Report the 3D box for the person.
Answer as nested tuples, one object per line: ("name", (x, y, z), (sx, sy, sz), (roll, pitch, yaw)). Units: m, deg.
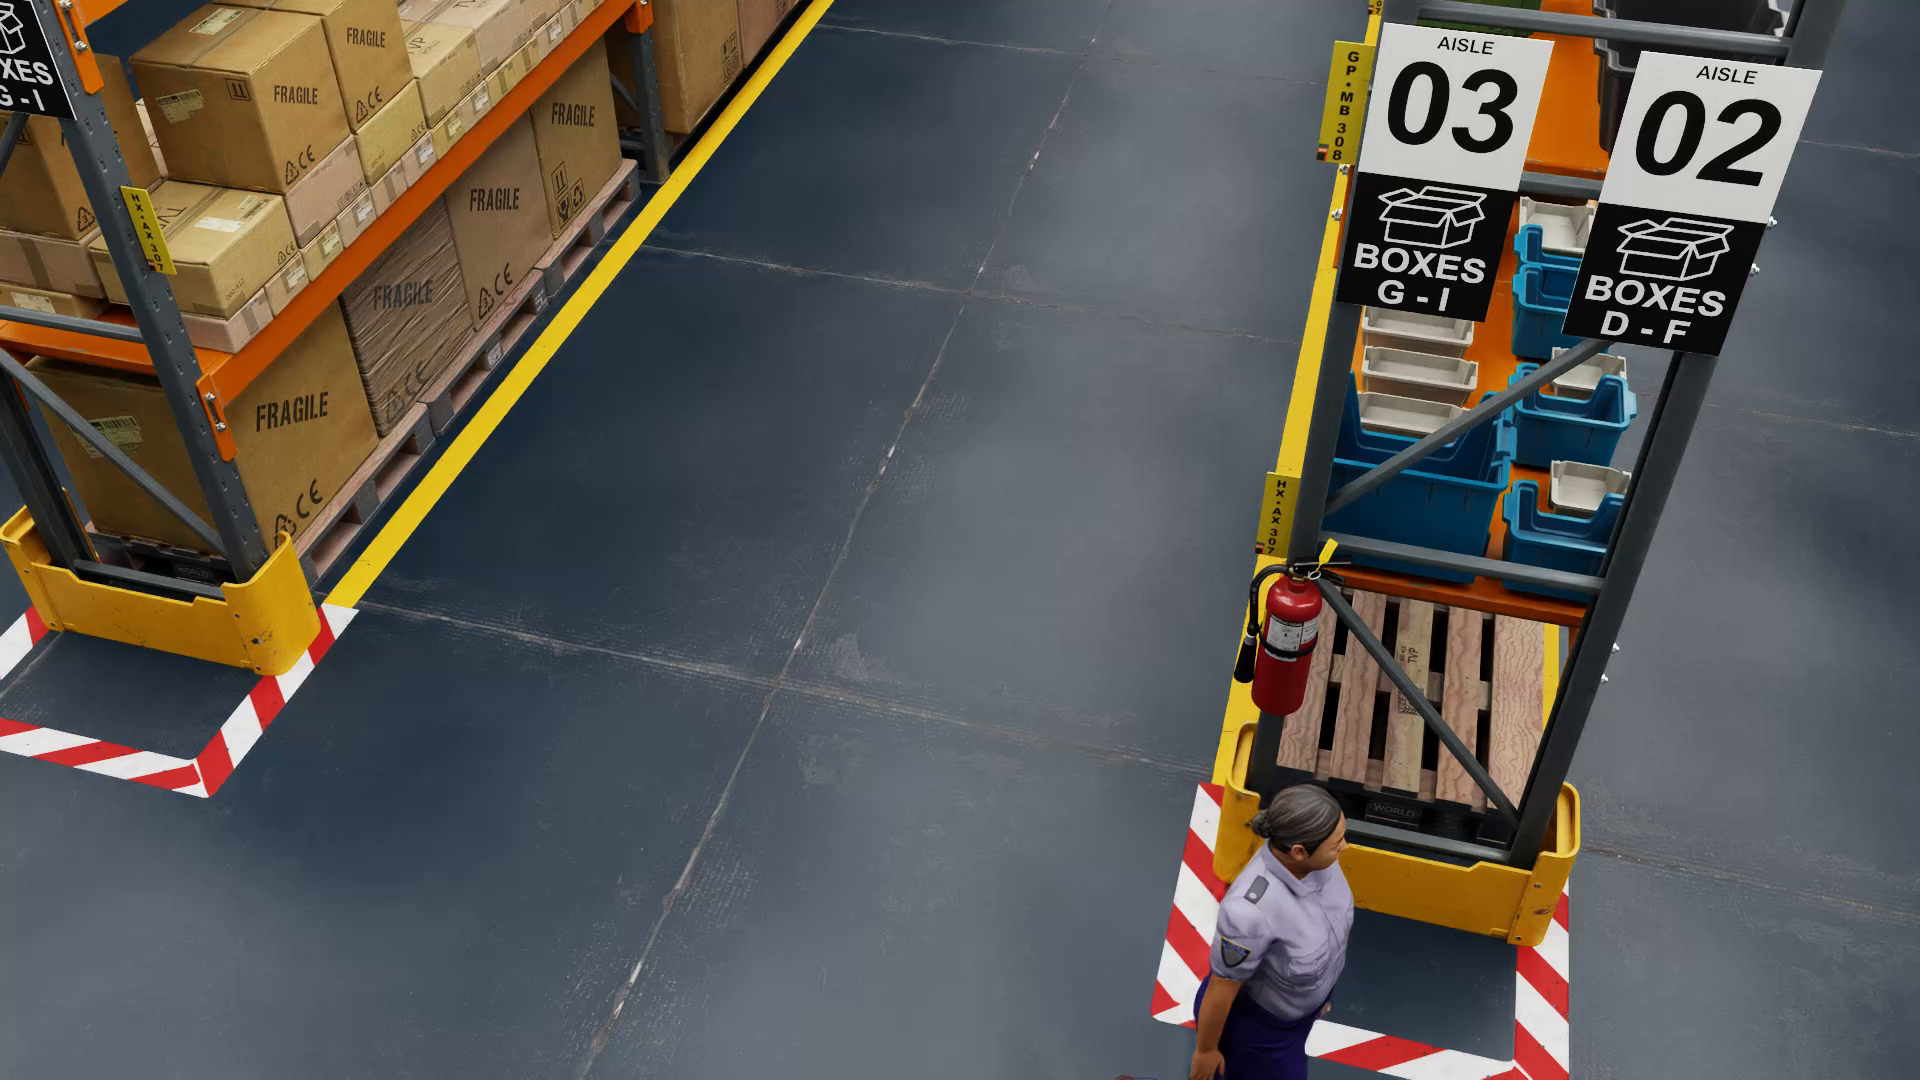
("person", (0.884, 1.330, 4.646), (0.442, 1.656, 0.556), (25, 47, 26))
